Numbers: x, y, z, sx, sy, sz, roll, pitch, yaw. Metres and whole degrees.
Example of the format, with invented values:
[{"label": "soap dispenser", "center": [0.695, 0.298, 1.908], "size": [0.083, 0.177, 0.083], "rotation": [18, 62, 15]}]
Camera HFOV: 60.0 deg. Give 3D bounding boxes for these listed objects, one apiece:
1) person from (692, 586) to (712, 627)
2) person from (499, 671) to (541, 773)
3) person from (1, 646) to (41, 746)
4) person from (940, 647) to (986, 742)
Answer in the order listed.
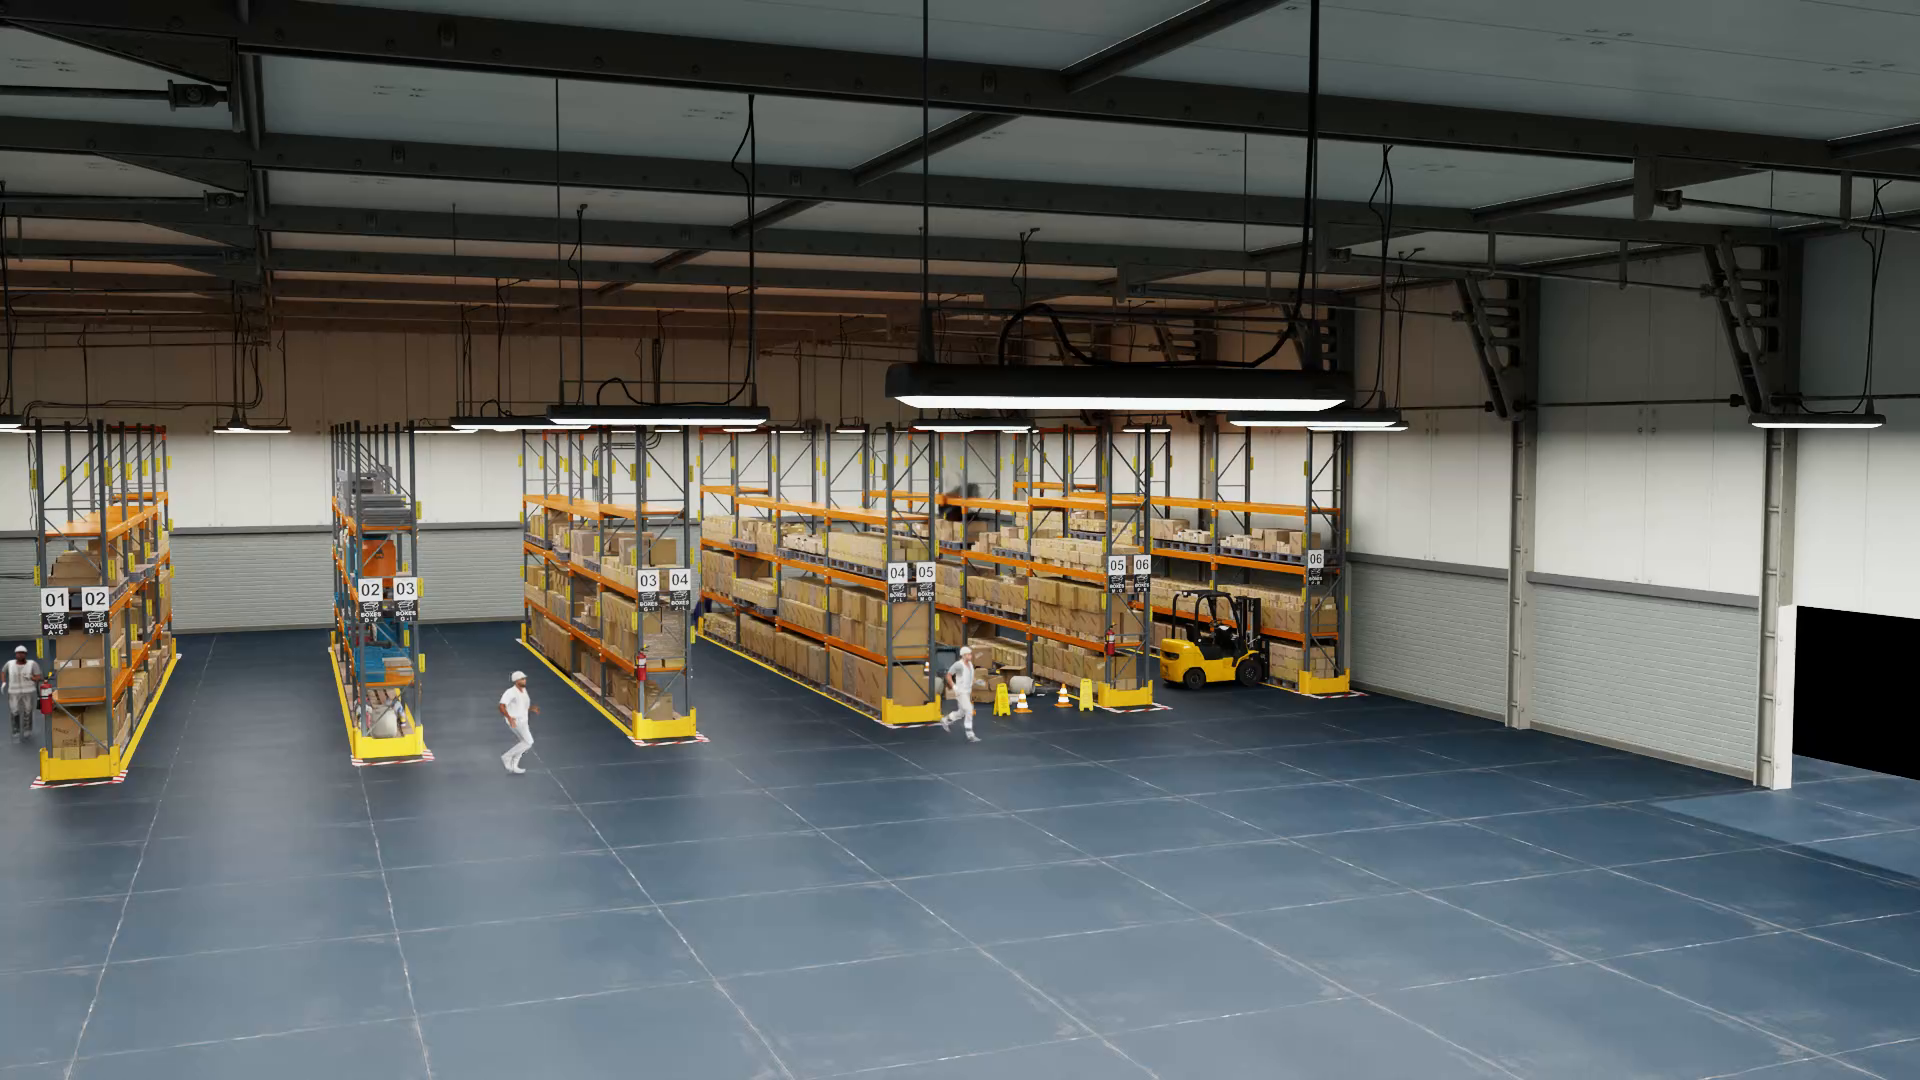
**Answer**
[{"label": "person", "center": [-7.521, 1.838, 49.031], "size": [0.903, 1.629, 0.601], "rotation": [-2, 4, -31]}, {"label": "person", "center": [-7.459, 3.090, 28.260], "size": [0.594, 1.729, 0.681], "rotation": [0, 4, 5]}, {"label": "person", "center": [-17.521, 2.891, 31.040], "size": [0.658, 1.844, 0.775], "rotation": [-2, 4, -30]}, {"label": "person", "center": [-0.004, 2.882, 31.289], "size": [0.951, 1.772, 0.630], "rotation": [2, 4, 30]}]
